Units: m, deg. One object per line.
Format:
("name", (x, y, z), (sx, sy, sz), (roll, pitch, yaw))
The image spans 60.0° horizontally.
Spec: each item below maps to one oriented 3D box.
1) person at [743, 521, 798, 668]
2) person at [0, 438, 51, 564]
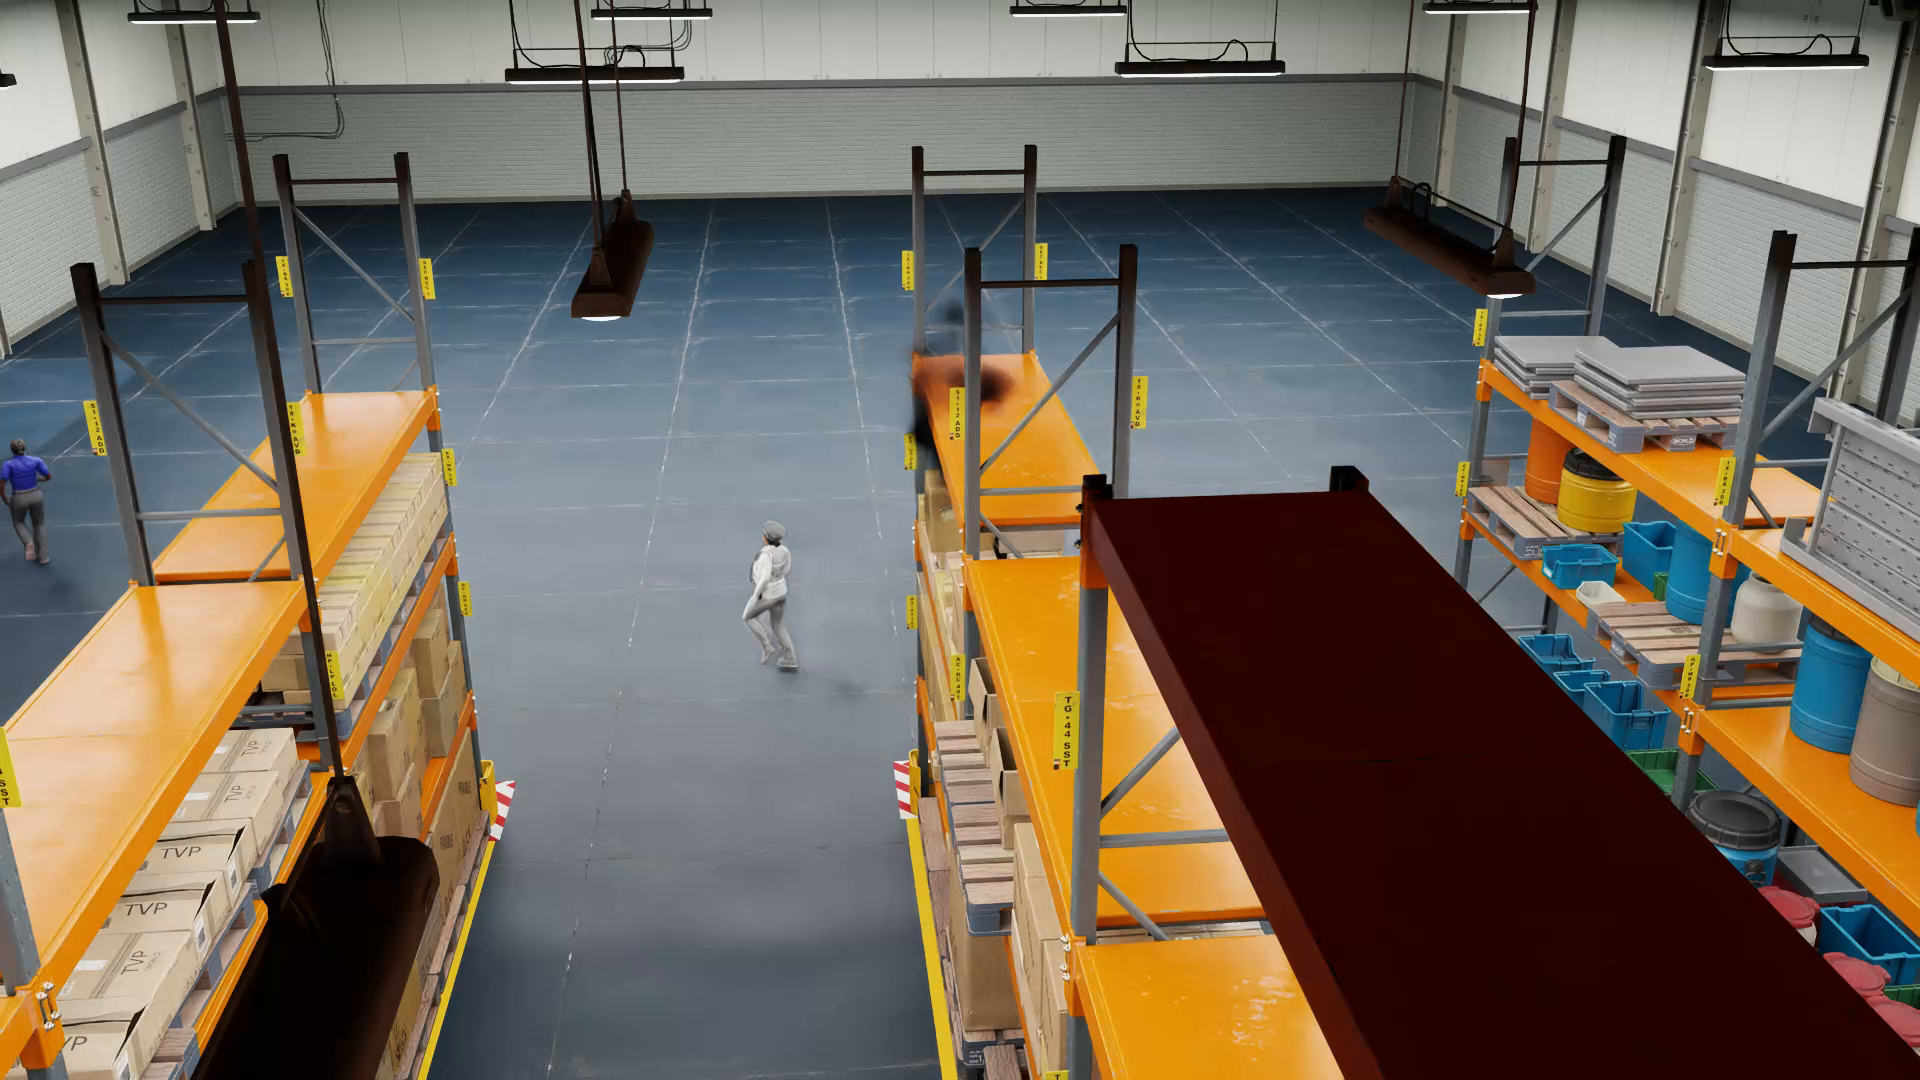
("person", (-2.055, 0.599, 17.882), (0.654, 1.675, 0.623), (16, 27, 35))
("person", (-11.626, -0.500, 20.705), (0.624, 1.624, 0.537), (-17, 27, -37))
